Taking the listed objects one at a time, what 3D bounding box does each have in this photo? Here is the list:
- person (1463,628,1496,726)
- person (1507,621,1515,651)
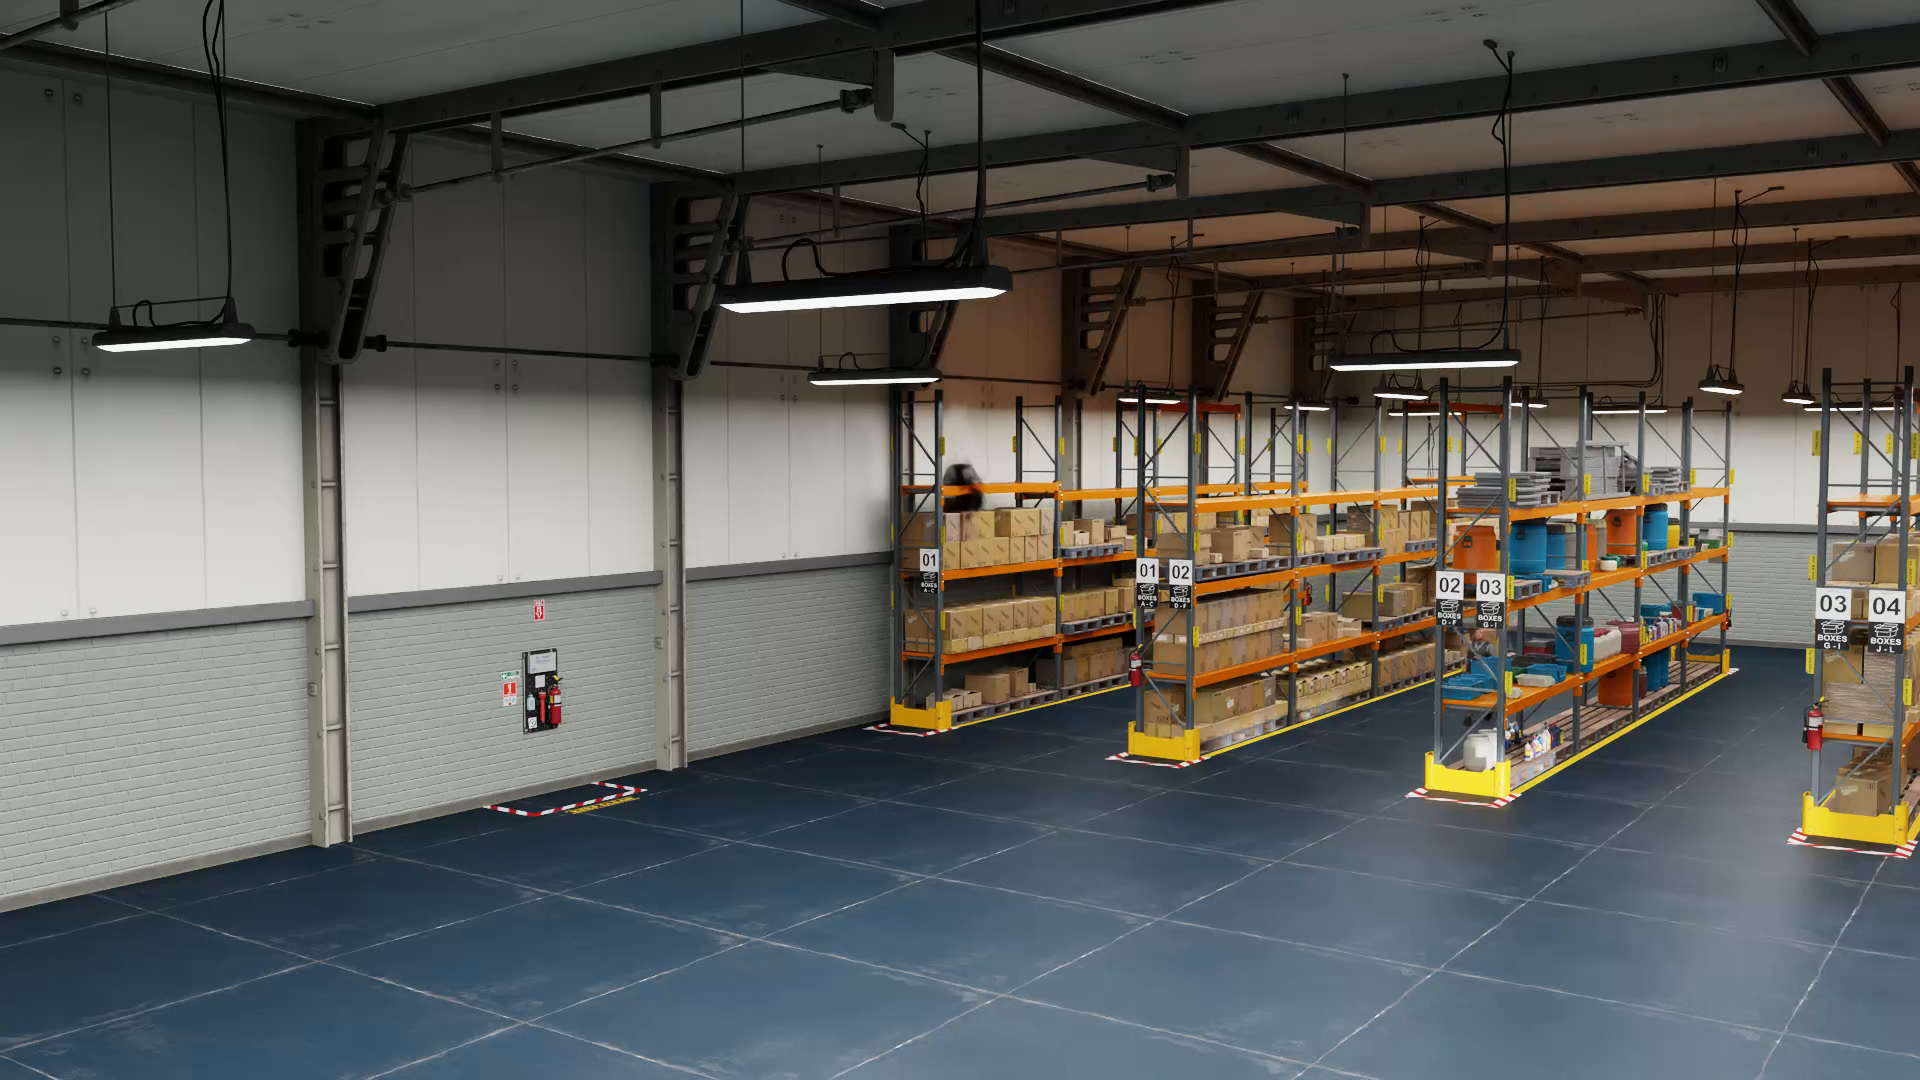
[{"bbox_3d":[9.319,2.434,29.858,0.644,1.734,0.904,2,4,36],"label":"person"},{"bbox_3d":[13.149,1.851,40.763,0.788,1.803,0.701,3,4,42],"label":"person"}]
